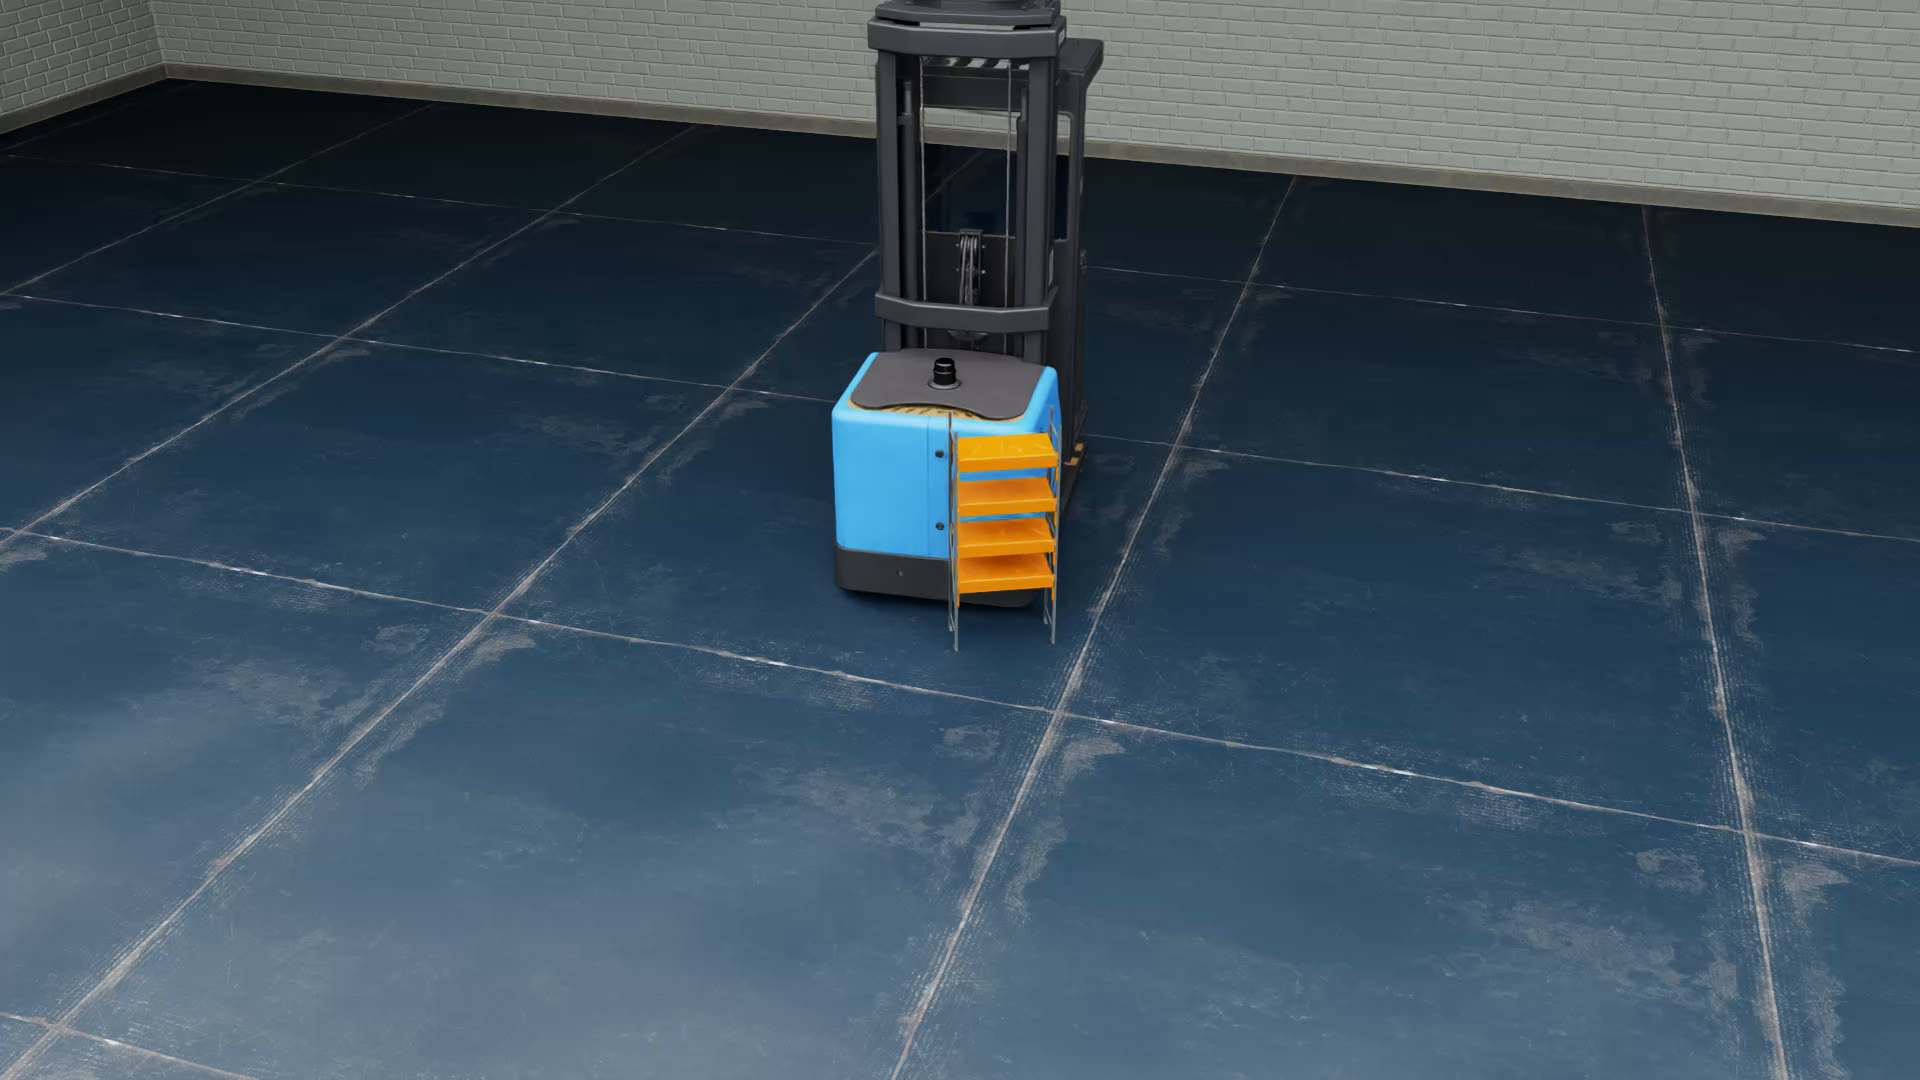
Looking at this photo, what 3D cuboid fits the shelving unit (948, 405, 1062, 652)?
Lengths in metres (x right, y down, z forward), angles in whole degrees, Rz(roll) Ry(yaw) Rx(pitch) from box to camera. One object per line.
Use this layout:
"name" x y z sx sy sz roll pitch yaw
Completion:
"shelving unit" 0.209 -0.044 8.095 0.503 1.200 0.258 -4 29 -7

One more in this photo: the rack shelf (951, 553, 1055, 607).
"rack shelf" 0.209 0.188 8.224 0.480 0.148 0.258 -4 29 -7

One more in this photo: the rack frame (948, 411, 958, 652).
"rack frame" -0.033 -0.029 8.067 0.015 1.200 0.240 -4 29 -7

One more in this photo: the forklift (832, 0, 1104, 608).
"forklift" 0.157 -1.636 9.175 1.130 2.935 3.031 6 30 11

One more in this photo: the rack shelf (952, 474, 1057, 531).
"rack shelf" 0.209 -0.181 8.019 0.480 0.148 0.258 -4 29 -7

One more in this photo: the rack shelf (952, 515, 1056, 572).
"rack shelf" 0.209 0.015 8.128 0.480 0.148 0.258 -4 29 -7

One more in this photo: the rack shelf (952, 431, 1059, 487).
"rack shelf" 0.209 -0.387 7.904 0.480 0.148 0.258 -4 29 -7

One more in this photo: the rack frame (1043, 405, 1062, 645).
"rack frame" 0.450 -0.060 8.123 0.015 1.200 0.240 -4 29 -7
